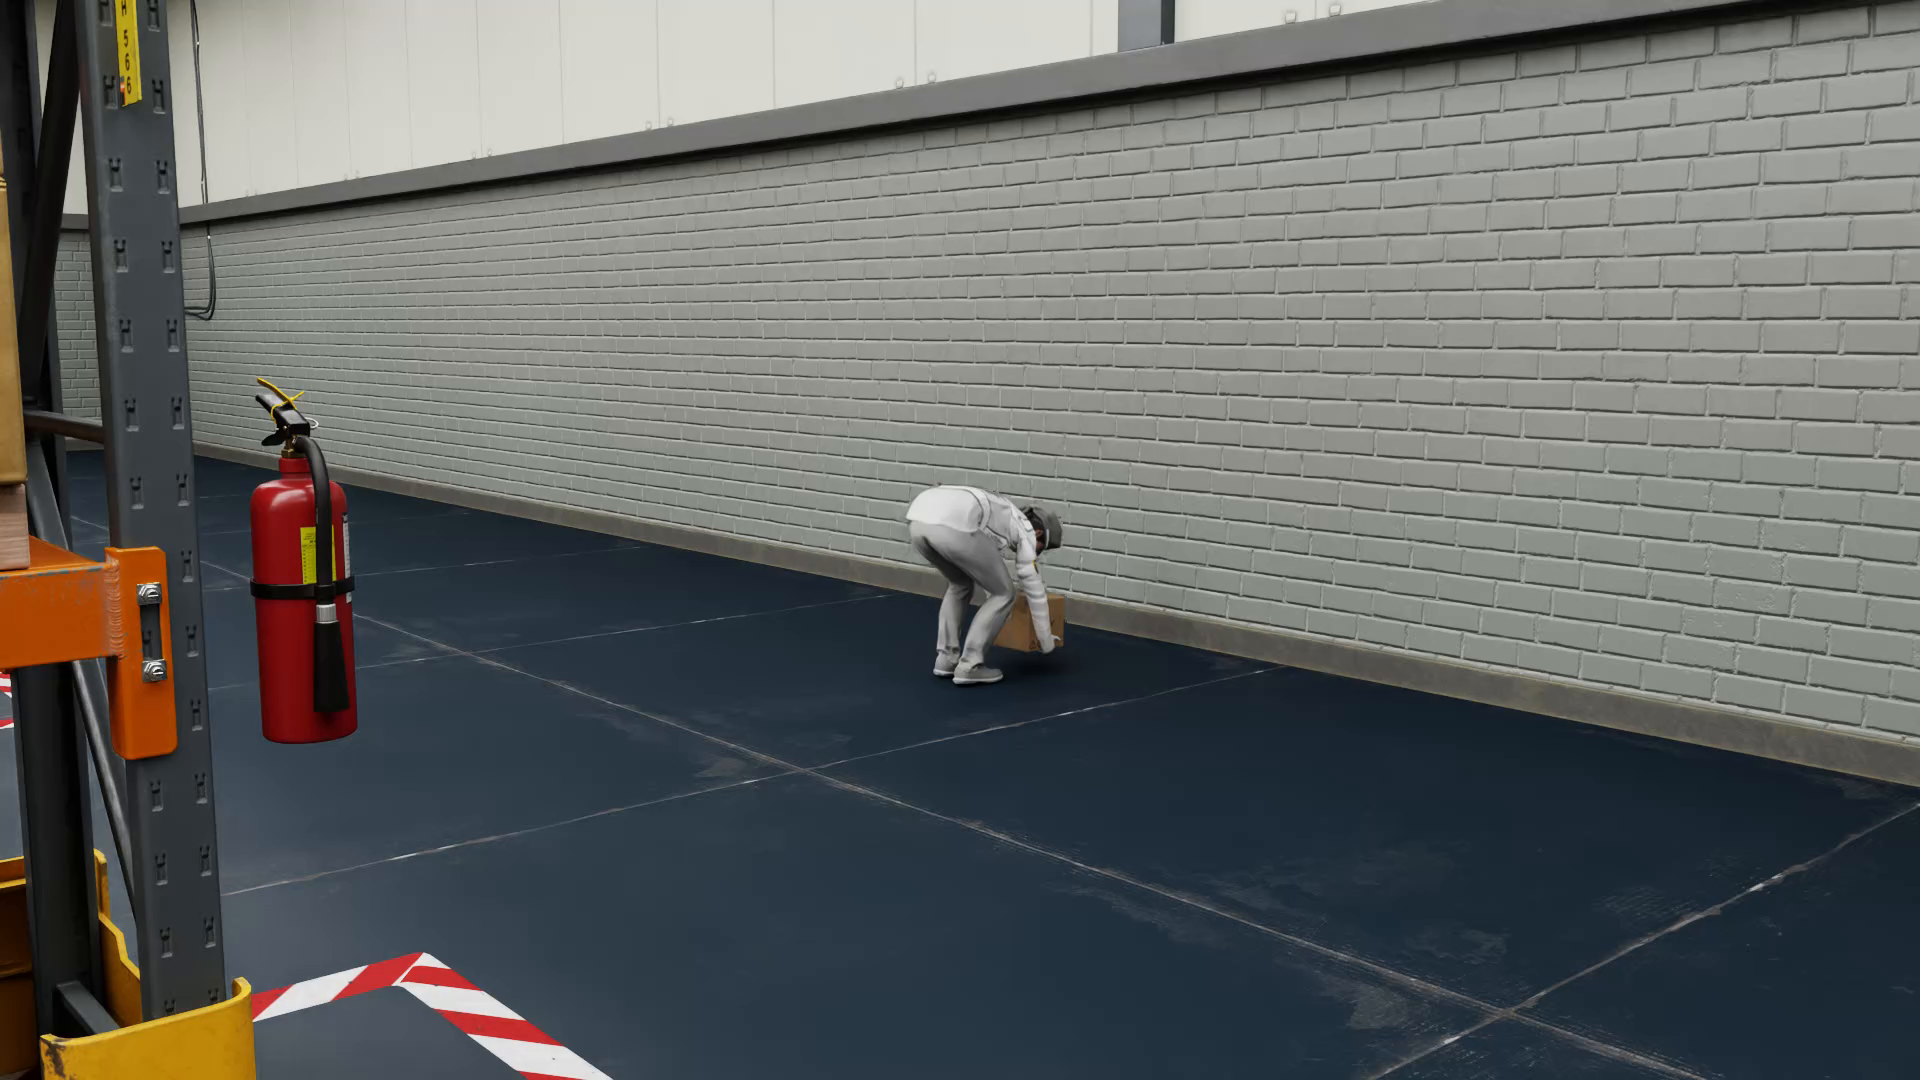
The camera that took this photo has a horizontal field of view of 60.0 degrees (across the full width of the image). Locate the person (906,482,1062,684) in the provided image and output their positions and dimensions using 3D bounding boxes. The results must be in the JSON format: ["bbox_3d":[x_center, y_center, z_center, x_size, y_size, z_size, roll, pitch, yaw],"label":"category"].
[{"bbox_3d":[0.138,0.191,8.086,0.891,0.947,0.437,-7,10,-44],"label":"person"}]
